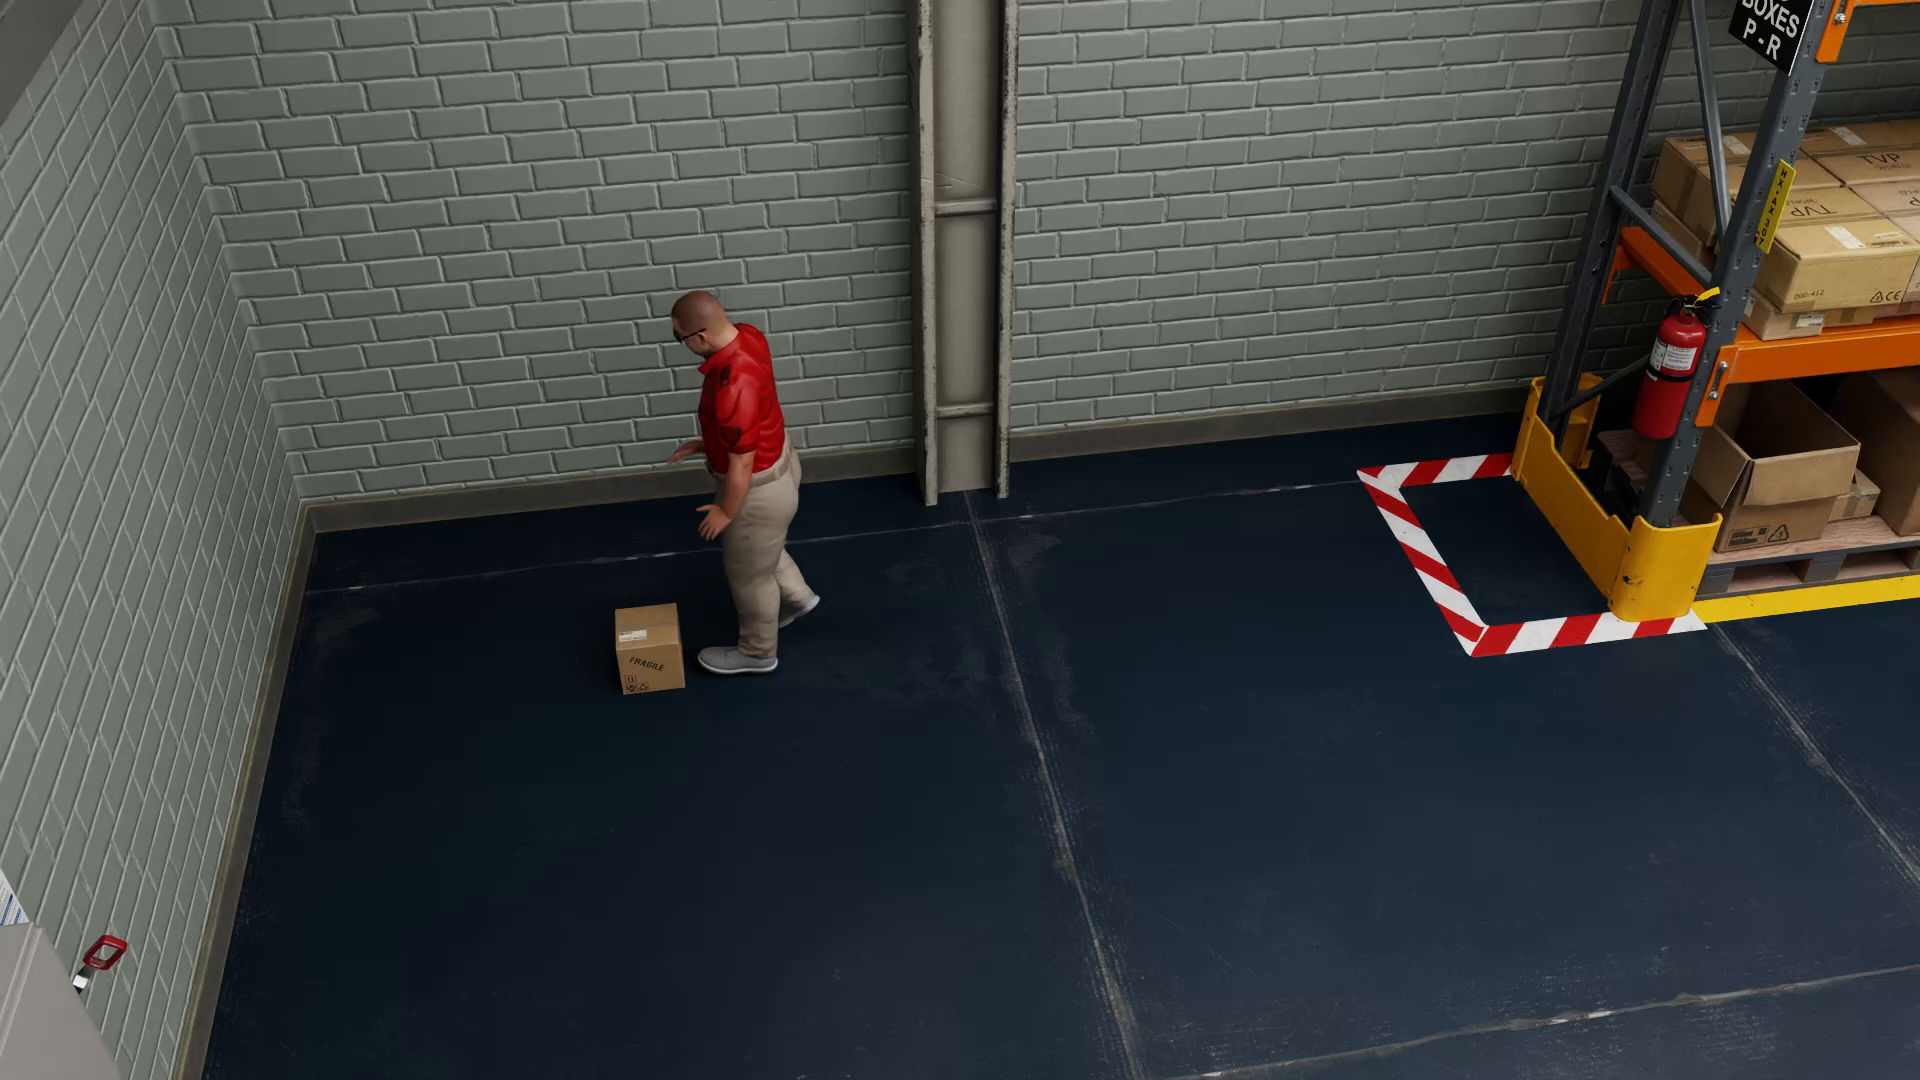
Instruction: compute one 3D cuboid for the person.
[{"bbox_3d":[-0.867,-0.201,6.421,0.565,1.742,0.551,1,38,1],"label":"person"}]
